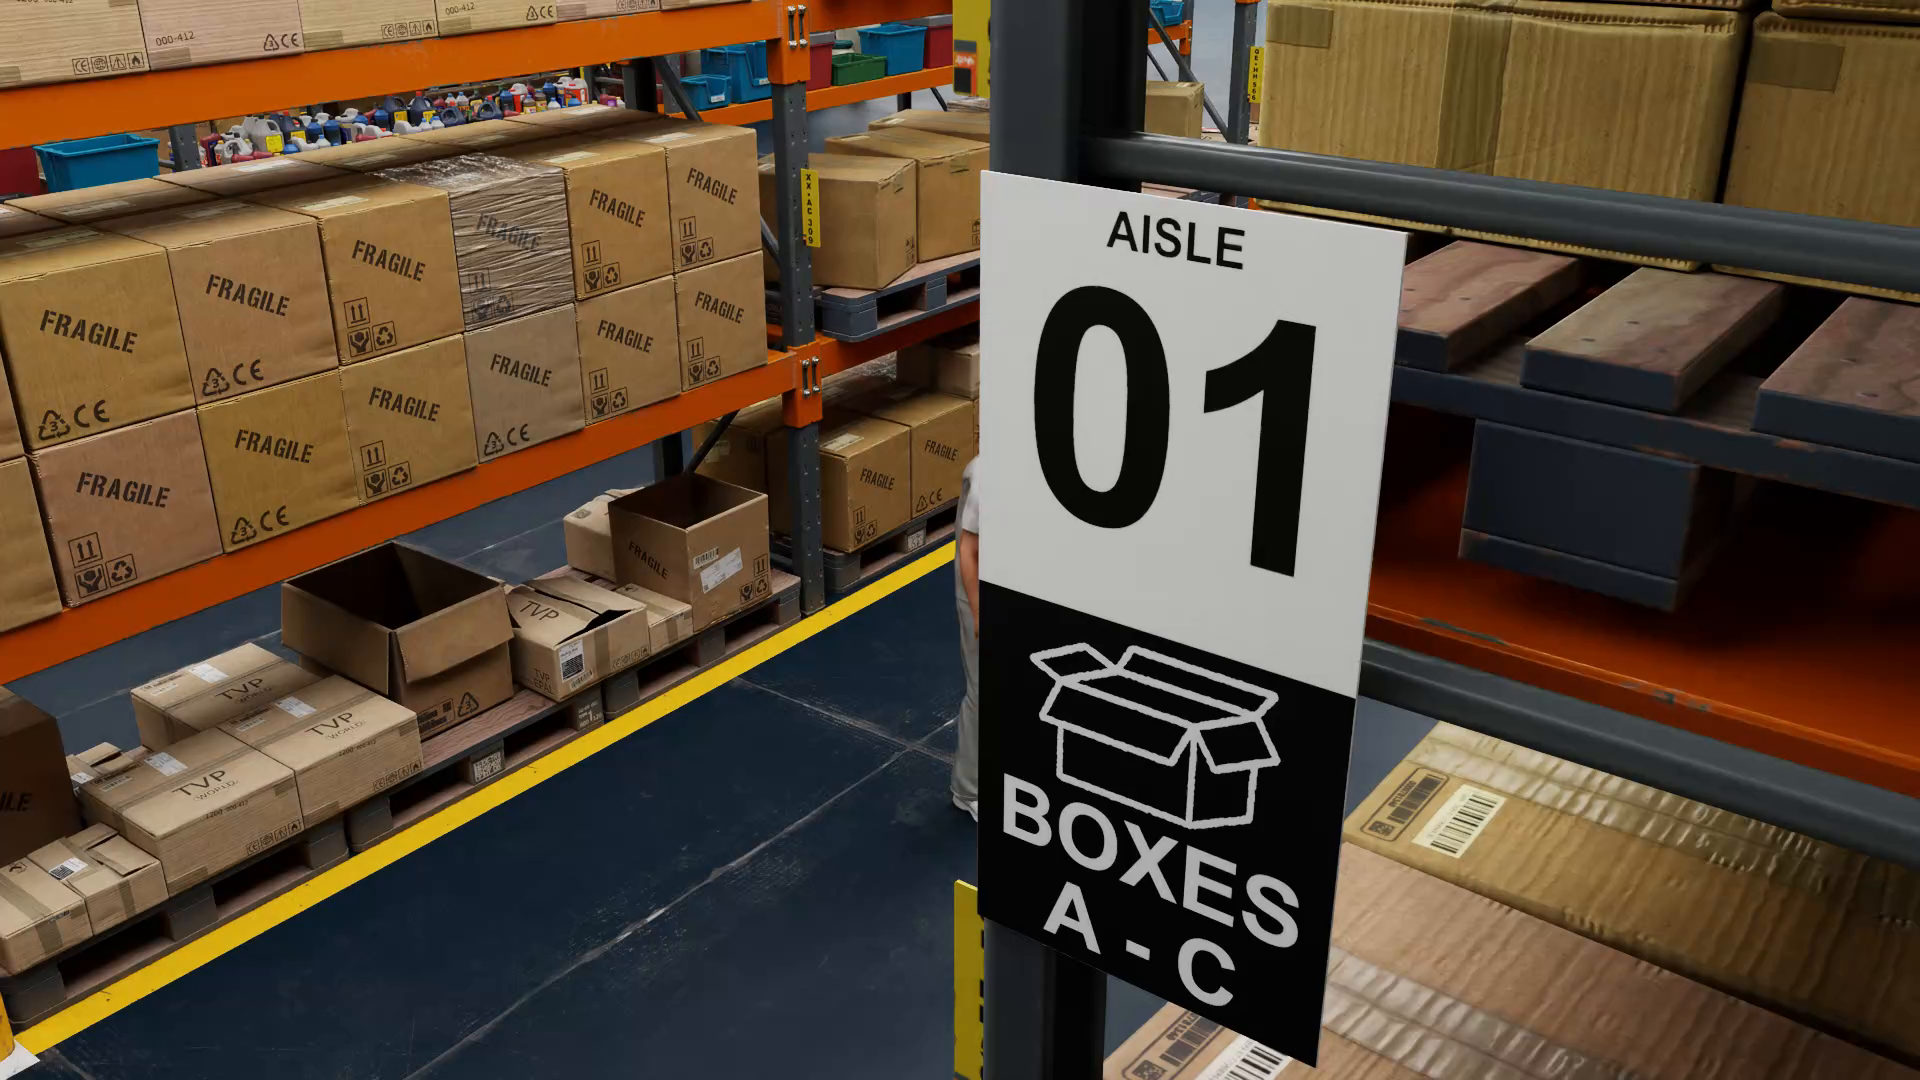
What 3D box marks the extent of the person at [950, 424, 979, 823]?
[{"bbox_3d":[0.169,0.214,6.111,0.354,1.673,0.508,16,28,32],"label":"person"}]
